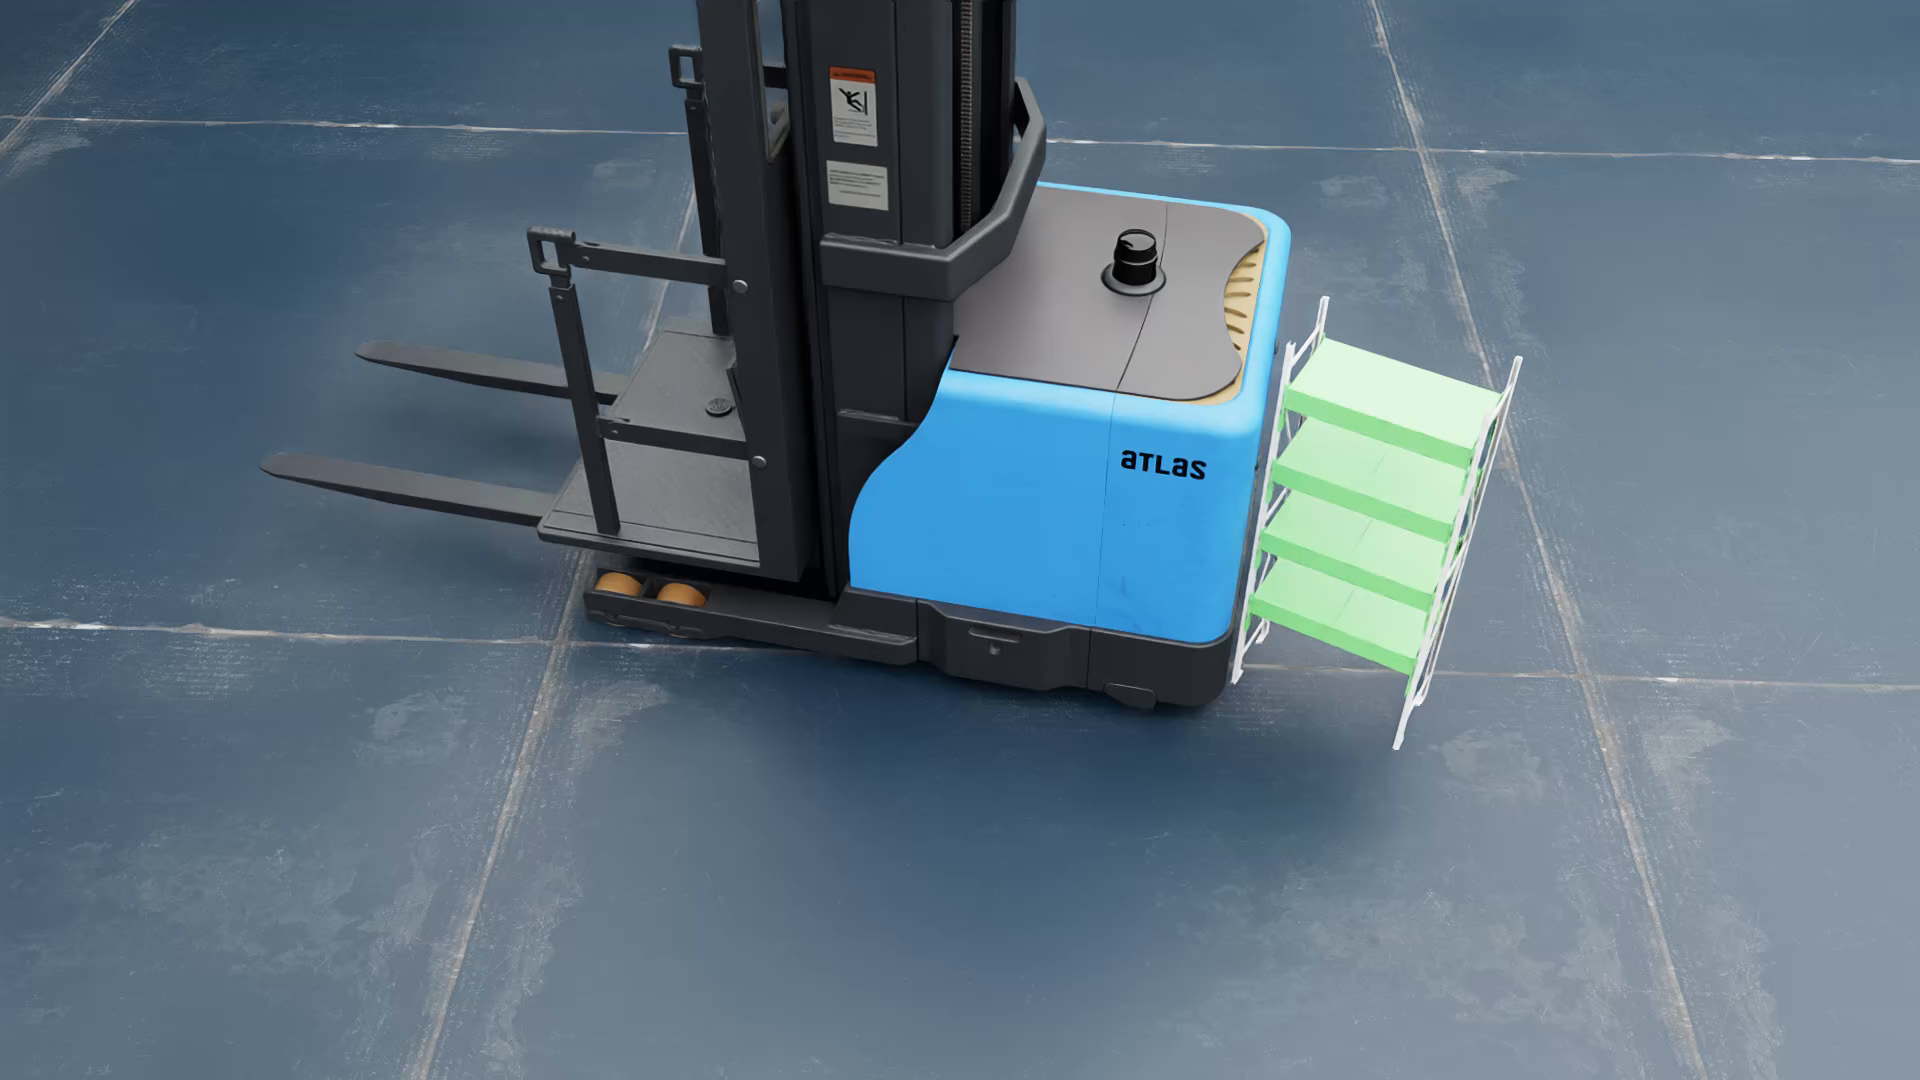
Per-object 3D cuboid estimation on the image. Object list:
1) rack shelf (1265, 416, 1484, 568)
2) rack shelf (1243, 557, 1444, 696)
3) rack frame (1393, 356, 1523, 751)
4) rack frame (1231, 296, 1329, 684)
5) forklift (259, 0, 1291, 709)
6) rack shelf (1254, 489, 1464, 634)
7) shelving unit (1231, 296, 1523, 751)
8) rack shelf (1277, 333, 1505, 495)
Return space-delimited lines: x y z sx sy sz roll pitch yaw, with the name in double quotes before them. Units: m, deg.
"rack shelf" 1.061 -0.140 4.262 0.480 0.148 0.258 22 47 22
"rack shelf" 1.061 0.211 4.589 0.480 0.148 0.258 22 47 22
"rack frame" 1.271 0.073 4.291 0.015 1.200 0.240 22 47 22
"rack frame" 0.851 -0.096 4.473 0.015 1.200 0.240 22 47 22
"forklift" -0.631 -1.123 4.305 3.031 2.935 1.130 9 44 10
"rack shelf" 1.061 0.035 4.426 0.480 0.148 0.258 22 47 22
"shelving unit" 1.061 -0.011 4.382 0.503 1.200 0.258 22 47 22
"rack shelf" 1.061 -0.316 4.098 0.480 0.148 0.258 22 47 22
